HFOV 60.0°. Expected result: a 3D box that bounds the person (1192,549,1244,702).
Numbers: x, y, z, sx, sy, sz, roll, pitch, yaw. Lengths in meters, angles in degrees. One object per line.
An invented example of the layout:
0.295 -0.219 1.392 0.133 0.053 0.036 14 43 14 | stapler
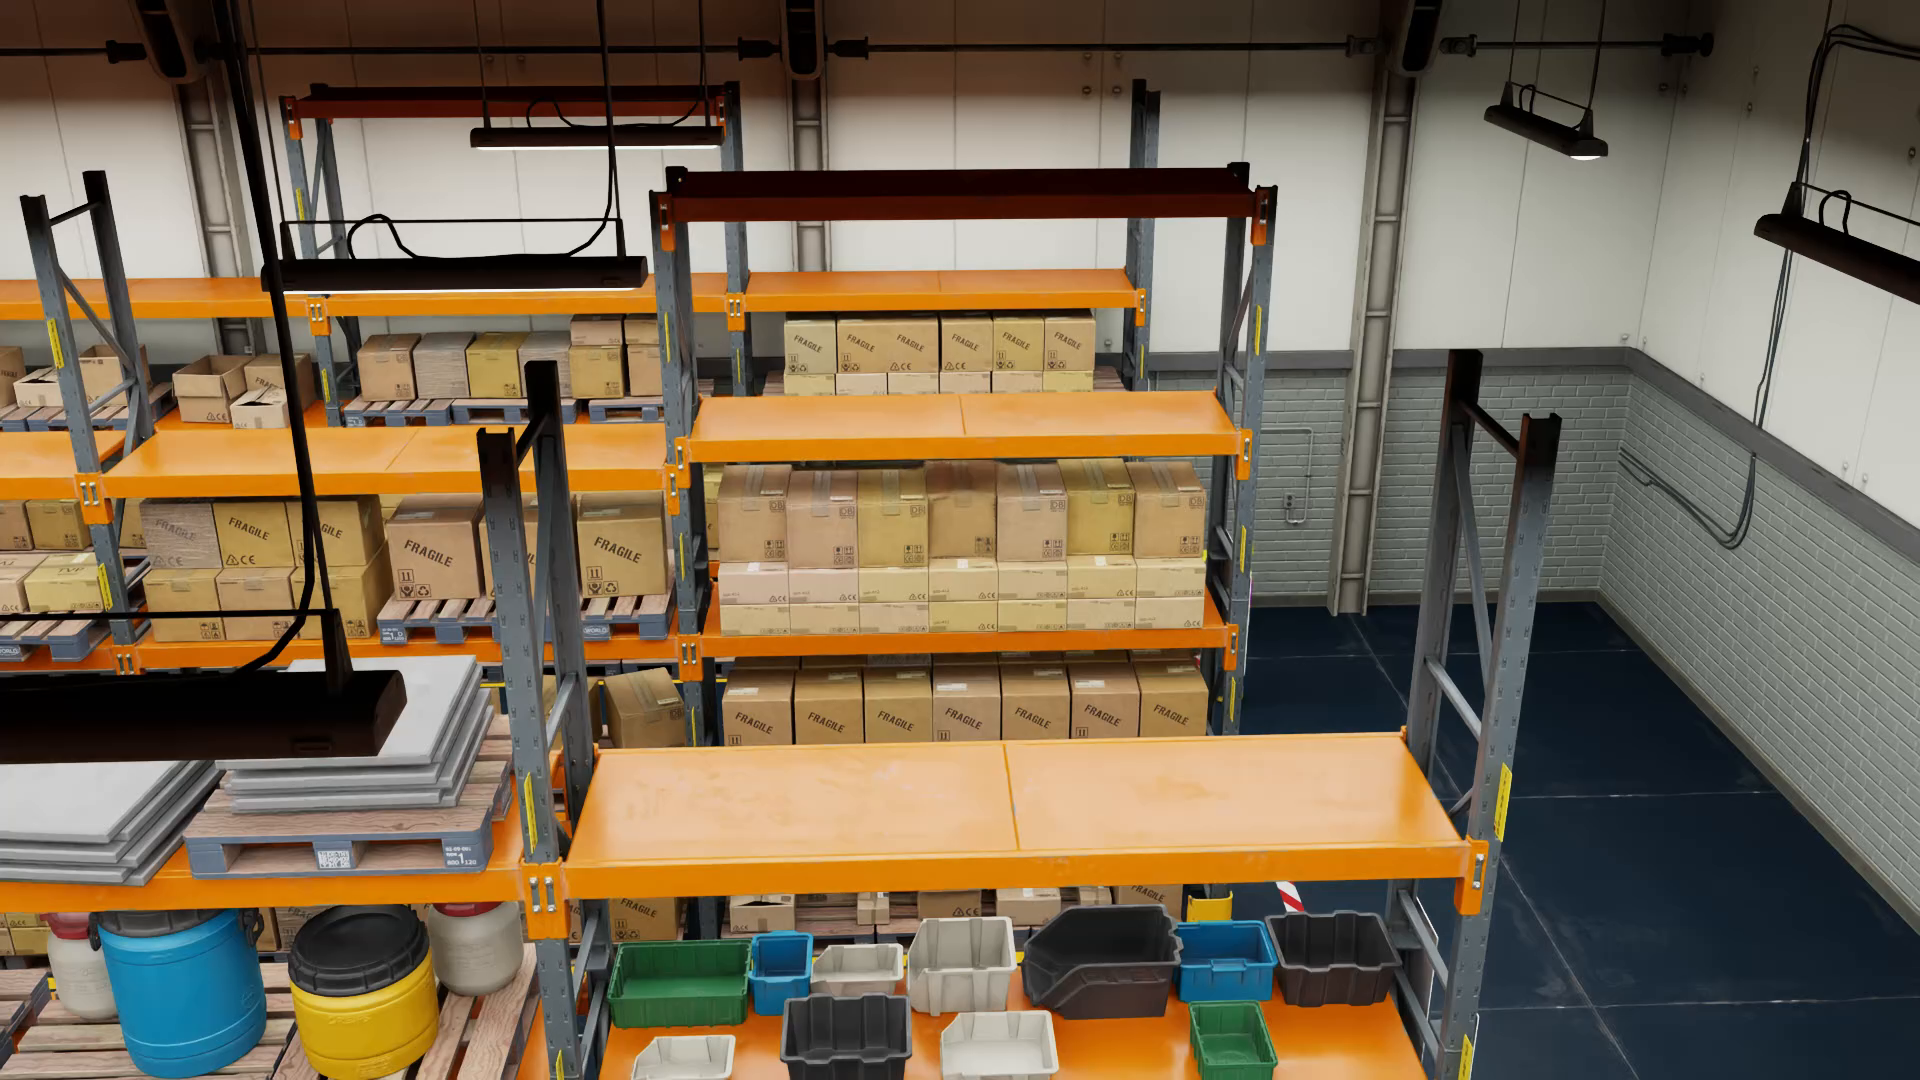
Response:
2.386 0.892 16.621 1.073 1.702 0.661 -9 24 -20 | person
